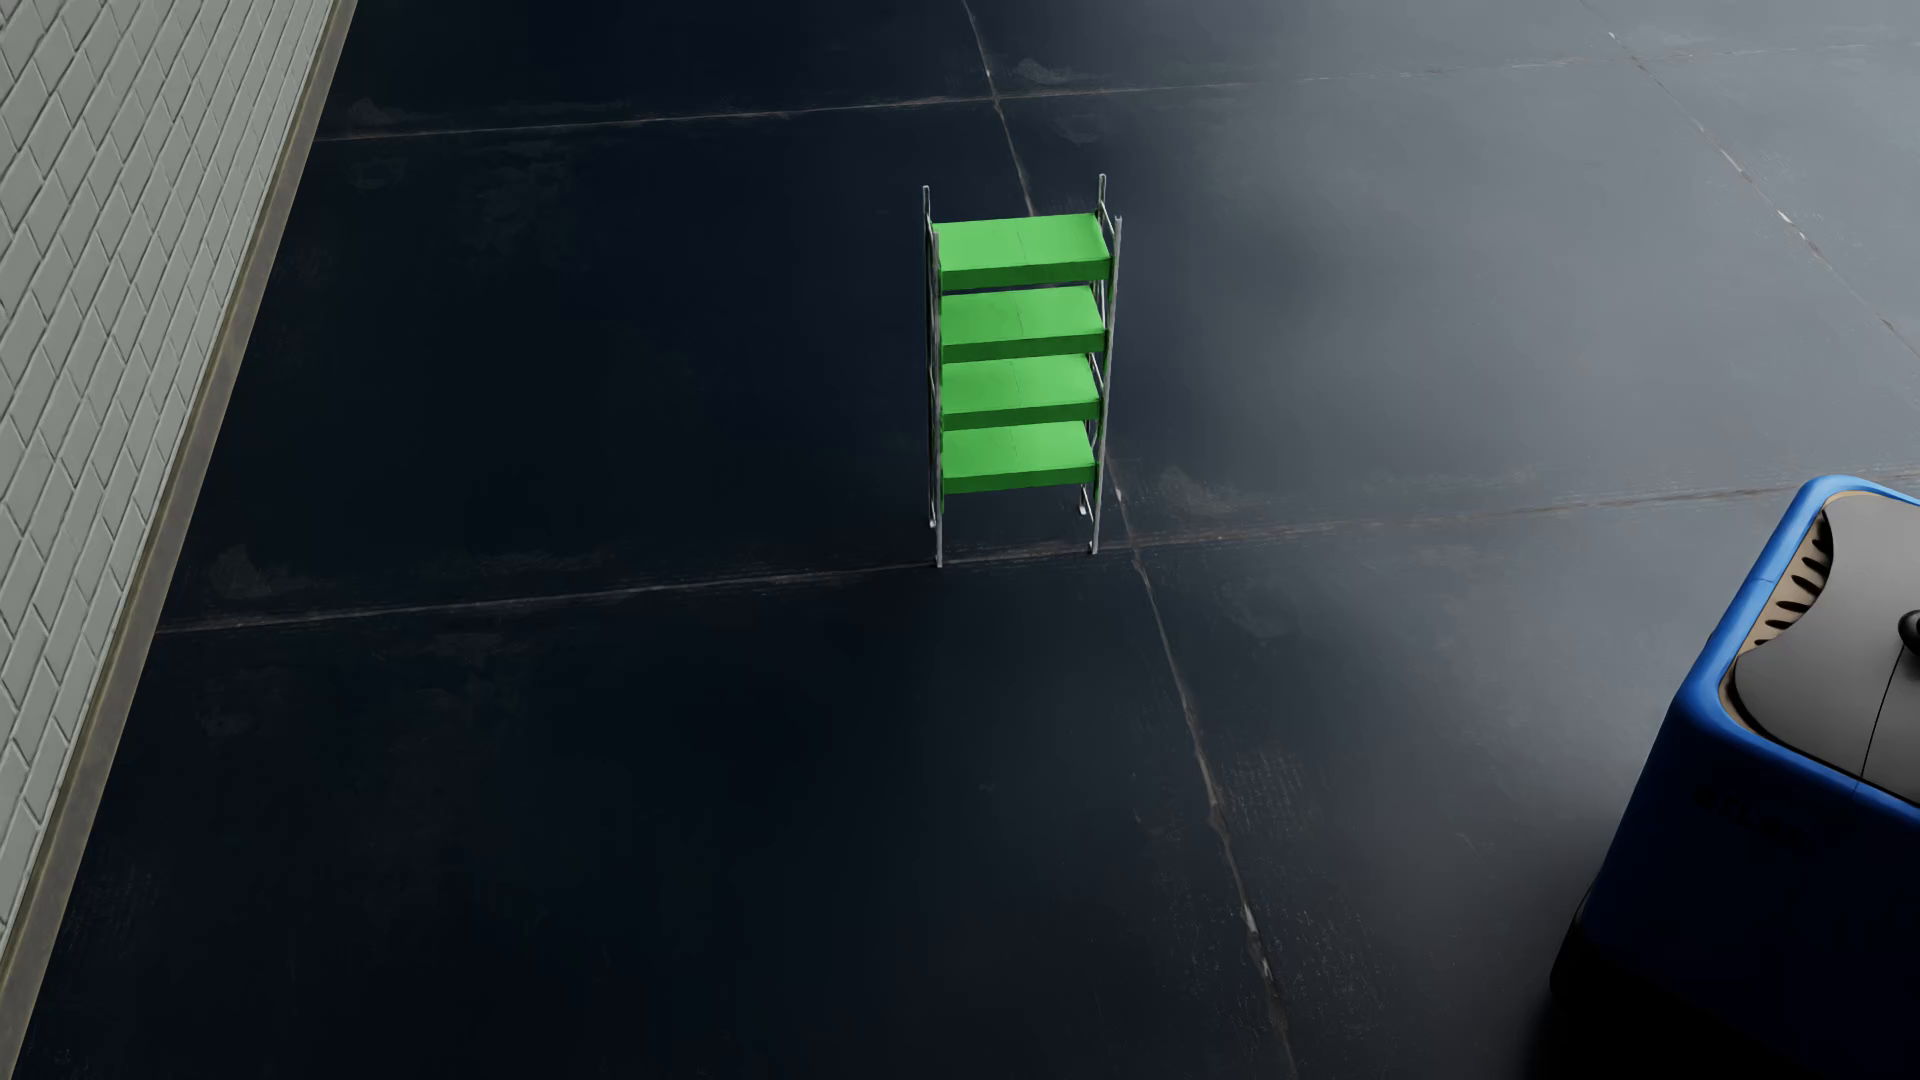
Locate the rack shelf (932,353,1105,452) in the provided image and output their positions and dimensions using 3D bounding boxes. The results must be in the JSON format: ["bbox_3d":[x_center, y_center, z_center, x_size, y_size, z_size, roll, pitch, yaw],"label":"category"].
[{"bbox_3d":[0.164,-0.412,4.907,0.480,0.148,0.258,-5,42,-6],"label":"rack shelf"}]

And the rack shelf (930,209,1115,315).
[{"bbox_3d":[0.164,-0.769,4.585,0.480,0.148,0.258,-5,42,-6],"label":"rack shelf"}]

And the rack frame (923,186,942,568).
[{"bbox_3d":[-0.078,-0.439,4.841,0.015,1.200,0.240,-5,42,-6],"label":"rack frame"}]

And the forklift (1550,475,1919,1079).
[{"bbox_3d":[2.883,0.390,2.630,3.031,2.935,1.130,27,49,27],"label":"forklift"}]

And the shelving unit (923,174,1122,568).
[{"bbox_3d":[0.164,-0.460,4.864,0.503,1.200,0.258,-5,42,-6],"label":"shelving unit"}]

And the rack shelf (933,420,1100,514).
[{"bbox_3d":[0.164,-0.234,5.068,0.480,0.148,0.258,-5,42,-6],"label":"rack shelf"}]

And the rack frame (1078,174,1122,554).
[{"bbox_3d":[0.406,-0.481,4.888,0.015,1.200,0.240,-5,42,-6],"label":"rack frame"}]

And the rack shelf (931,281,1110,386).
[{"bbox_3d":[0.164,-0.591,4.746,0.480,0.148,0.258,-5,42,-6],"label":"rack shelf"}]
